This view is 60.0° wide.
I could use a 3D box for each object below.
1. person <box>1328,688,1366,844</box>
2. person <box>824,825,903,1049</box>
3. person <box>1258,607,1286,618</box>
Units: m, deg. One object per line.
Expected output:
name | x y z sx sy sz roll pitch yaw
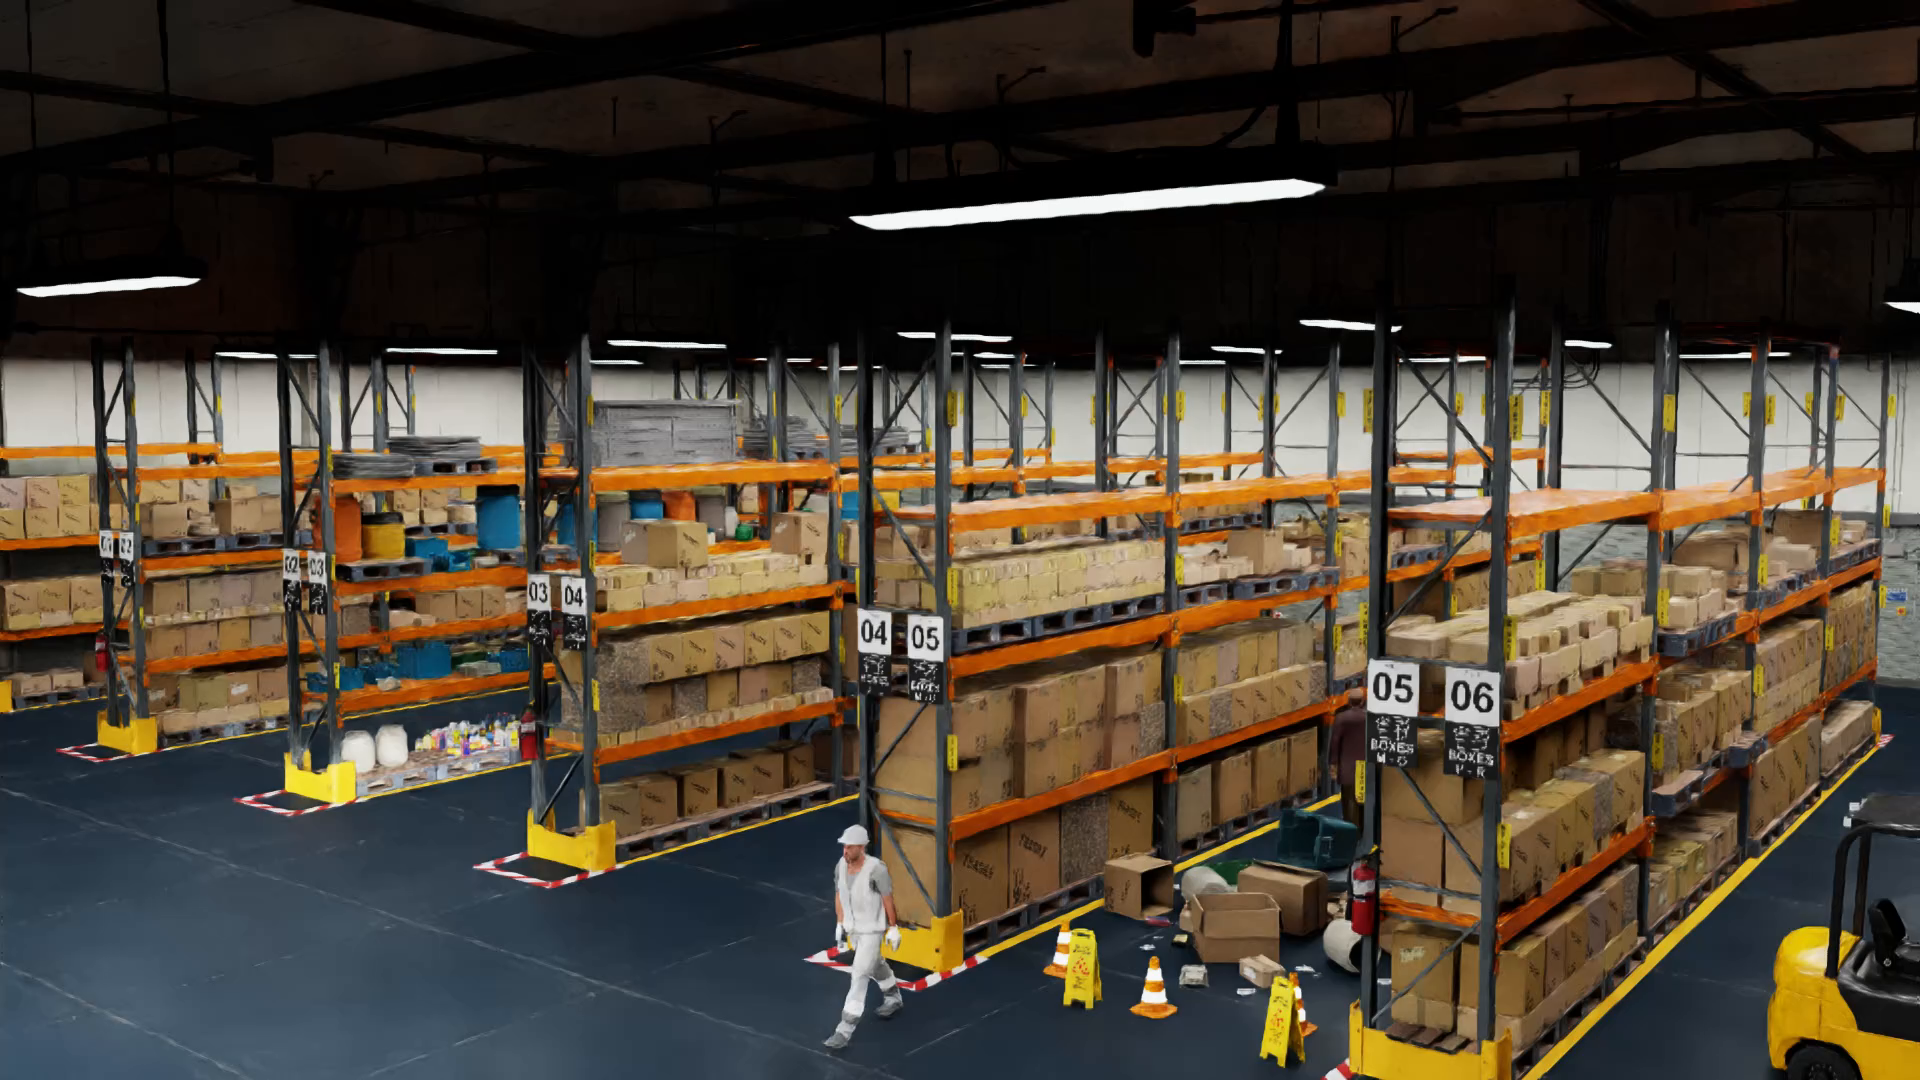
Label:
person | 4.554 2.585 19.262 0.677 1.775 0.636 -2 5 -20
person | -0.814 3.131 13.418 0.553 1.709 1.123 4 6 40
person | 5.336 1.812 28.569 0.553 1.709 1.123 4 6 39
